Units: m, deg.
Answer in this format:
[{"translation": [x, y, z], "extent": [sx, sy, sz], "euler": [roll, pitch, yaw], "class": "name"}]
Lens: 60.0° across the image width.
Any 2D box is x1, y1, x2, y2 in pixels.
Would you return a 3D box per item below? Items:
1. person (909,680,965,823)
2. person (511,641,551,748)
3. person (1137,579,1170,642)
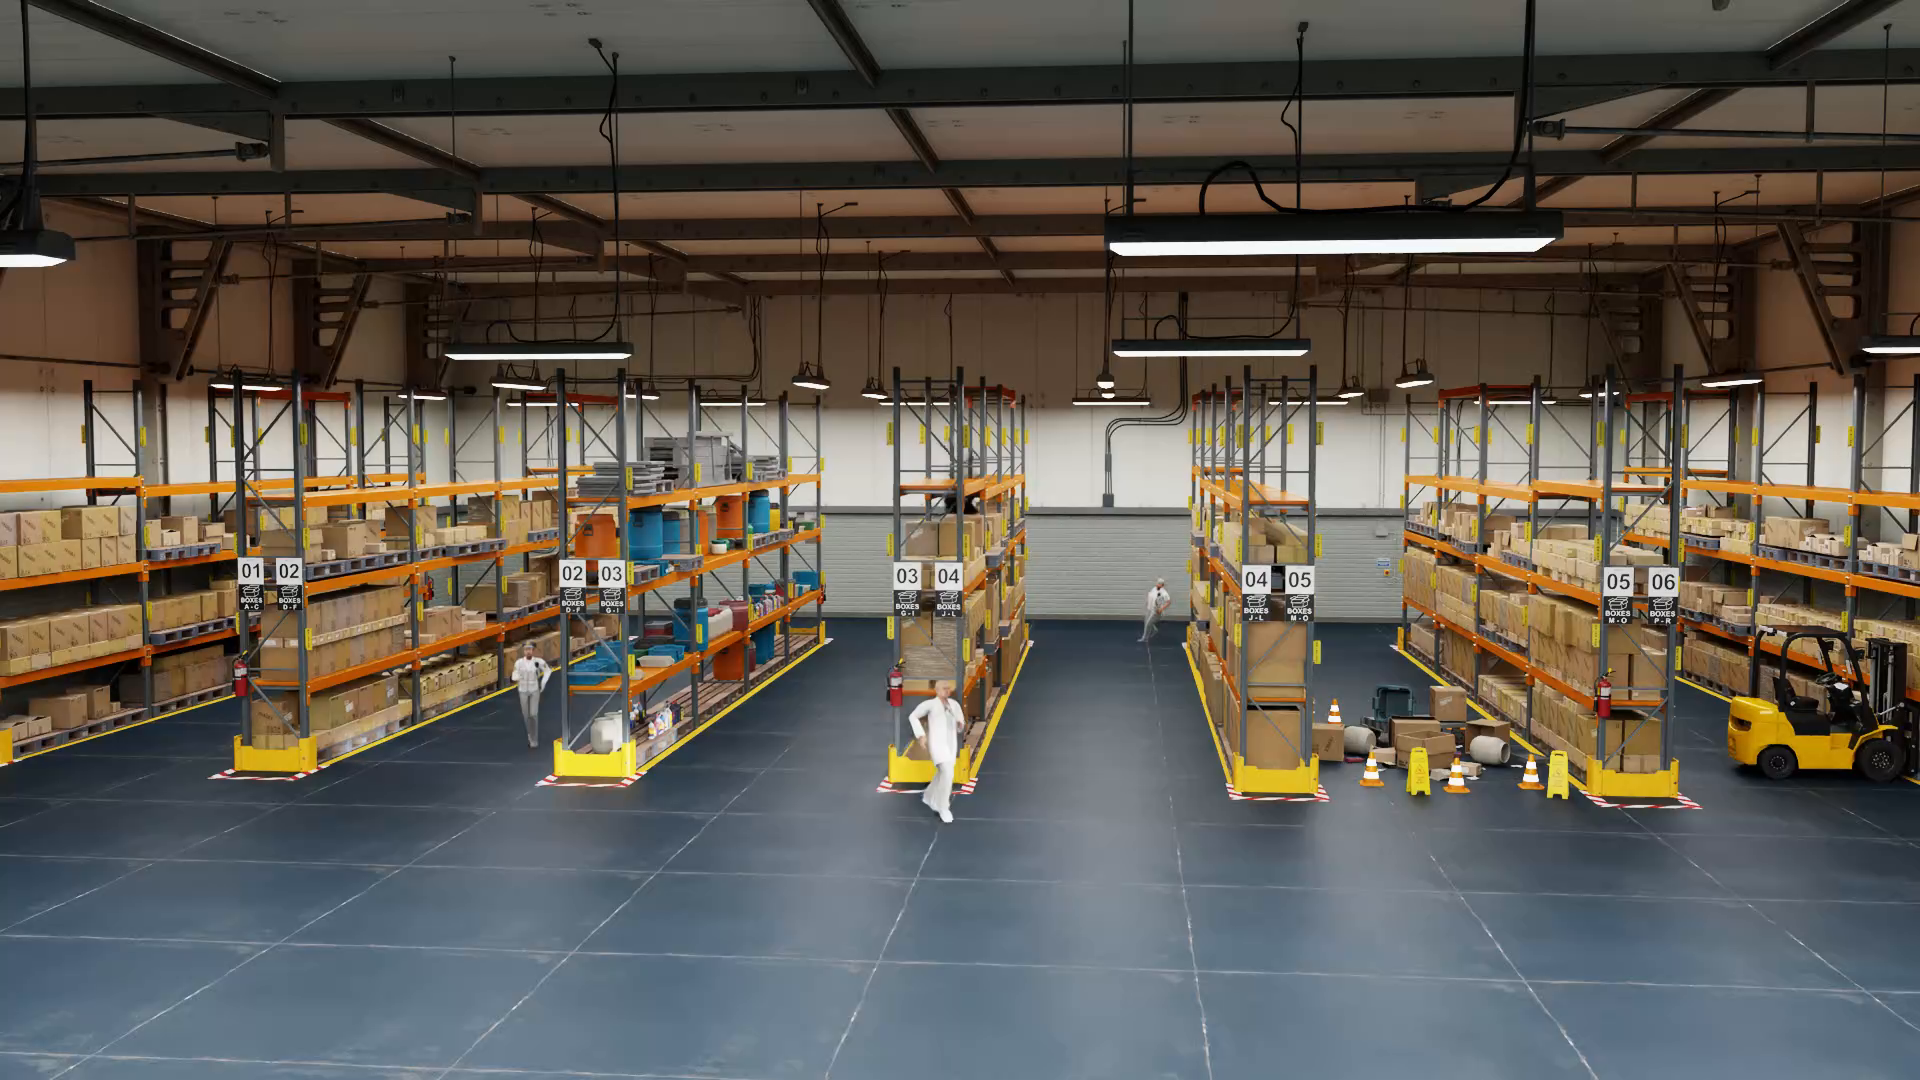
[{"translation": [-0.242, 2.755, 21.862], "extent": [0.674, 1.837, 0.831], "euler": [-3, 5, -43], "class": "person"}, {"translation": [-6.943, 2.490, 26.869], "extent": [0.592, 1.734, 0.672], "euler": [0, 4, -2], "class": "person"}, {"translation": [4.765, 1.707, 40.485], "extent": [0.686, 1.568, 0.786], "euler": [-3, 5, -41], "class": "person"}]
